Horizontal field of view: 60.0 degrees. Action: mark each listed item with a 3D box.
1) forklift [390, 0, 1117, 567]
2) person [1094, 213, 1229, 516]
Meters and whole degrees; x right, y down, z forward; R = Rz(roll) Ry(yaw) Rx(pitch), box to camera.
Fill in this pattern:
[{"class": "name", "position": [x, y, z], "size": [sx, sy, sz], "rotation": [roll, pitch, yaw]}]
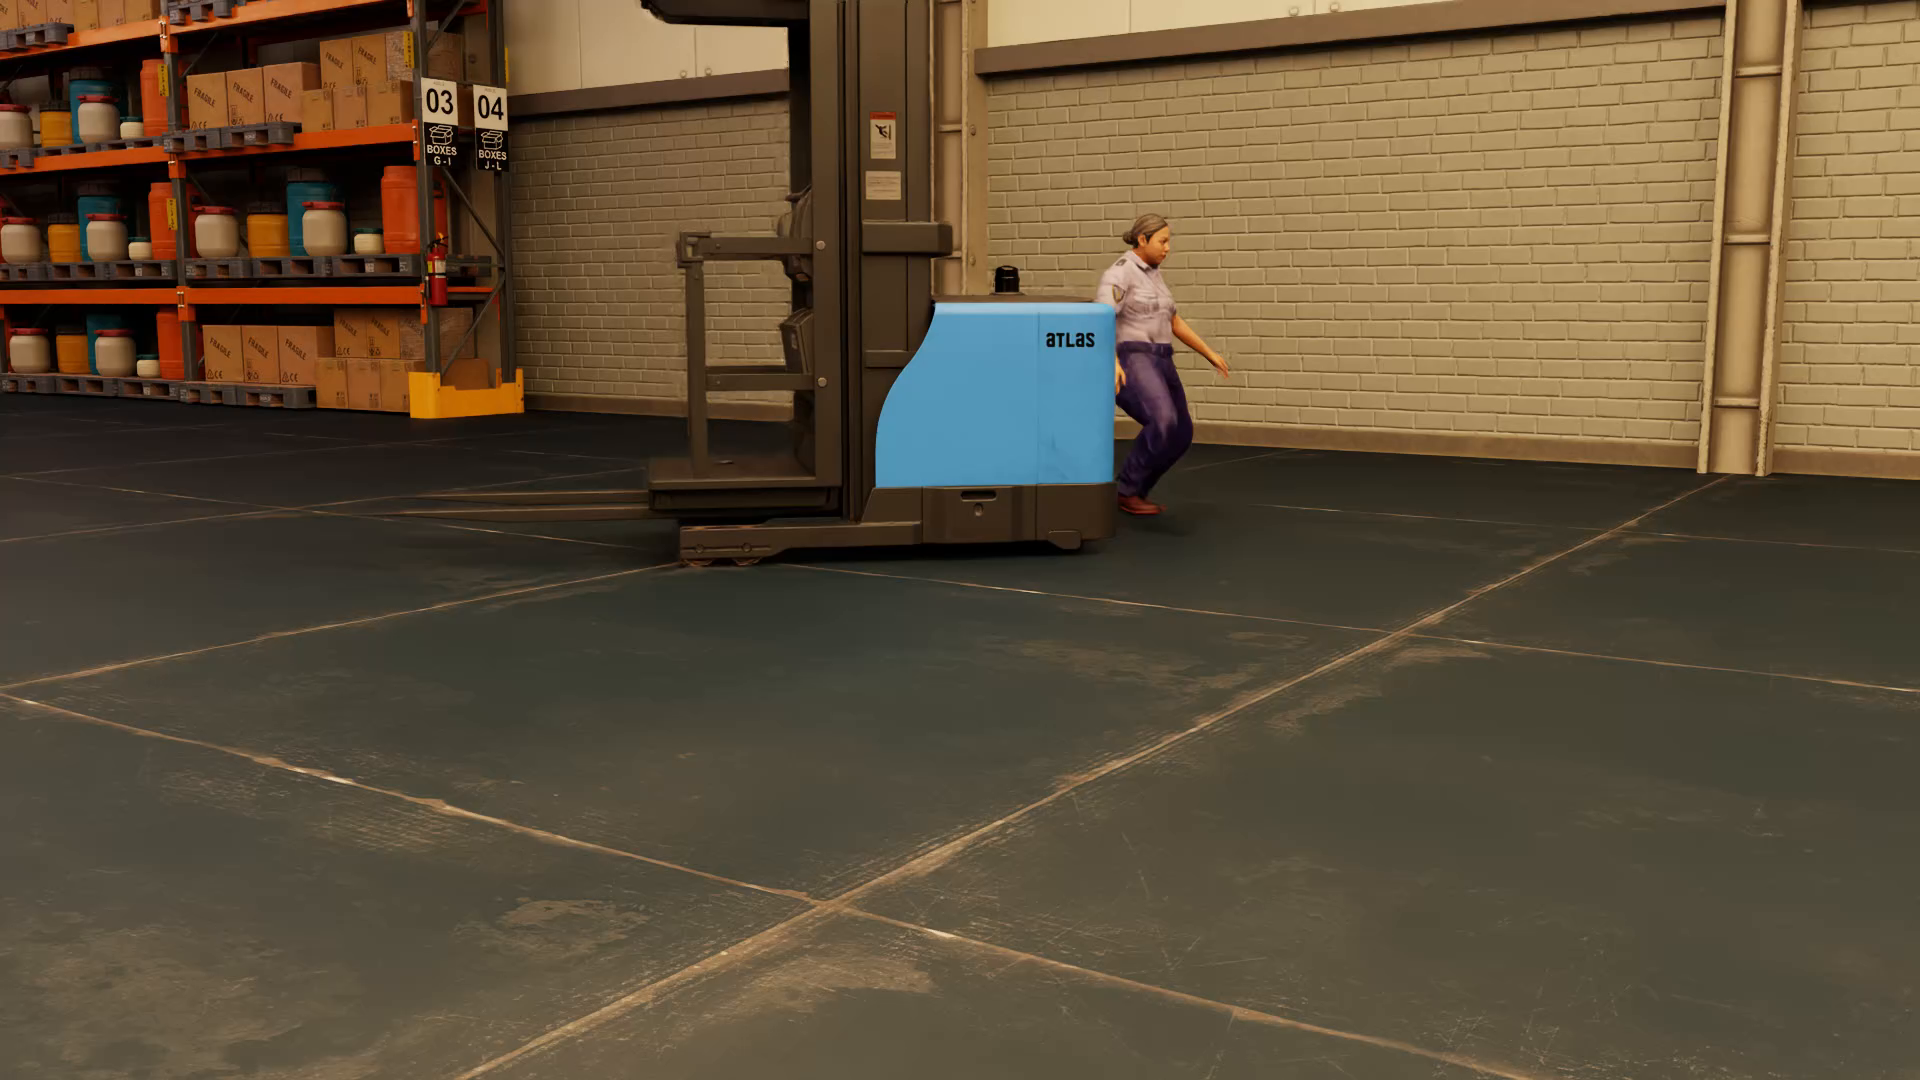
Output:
[{"class": "forklift", "position": [-0.889, -1.421, 7.185], "size": [3.031, 2.935, 1.130], "rotation": [-1, 8, -10]}, {"class": "person", "position": [0.946, -0.848, 8.301], "size": [0.659, 1.541, 0.890], "rotation": [6, 10, 36]}]
